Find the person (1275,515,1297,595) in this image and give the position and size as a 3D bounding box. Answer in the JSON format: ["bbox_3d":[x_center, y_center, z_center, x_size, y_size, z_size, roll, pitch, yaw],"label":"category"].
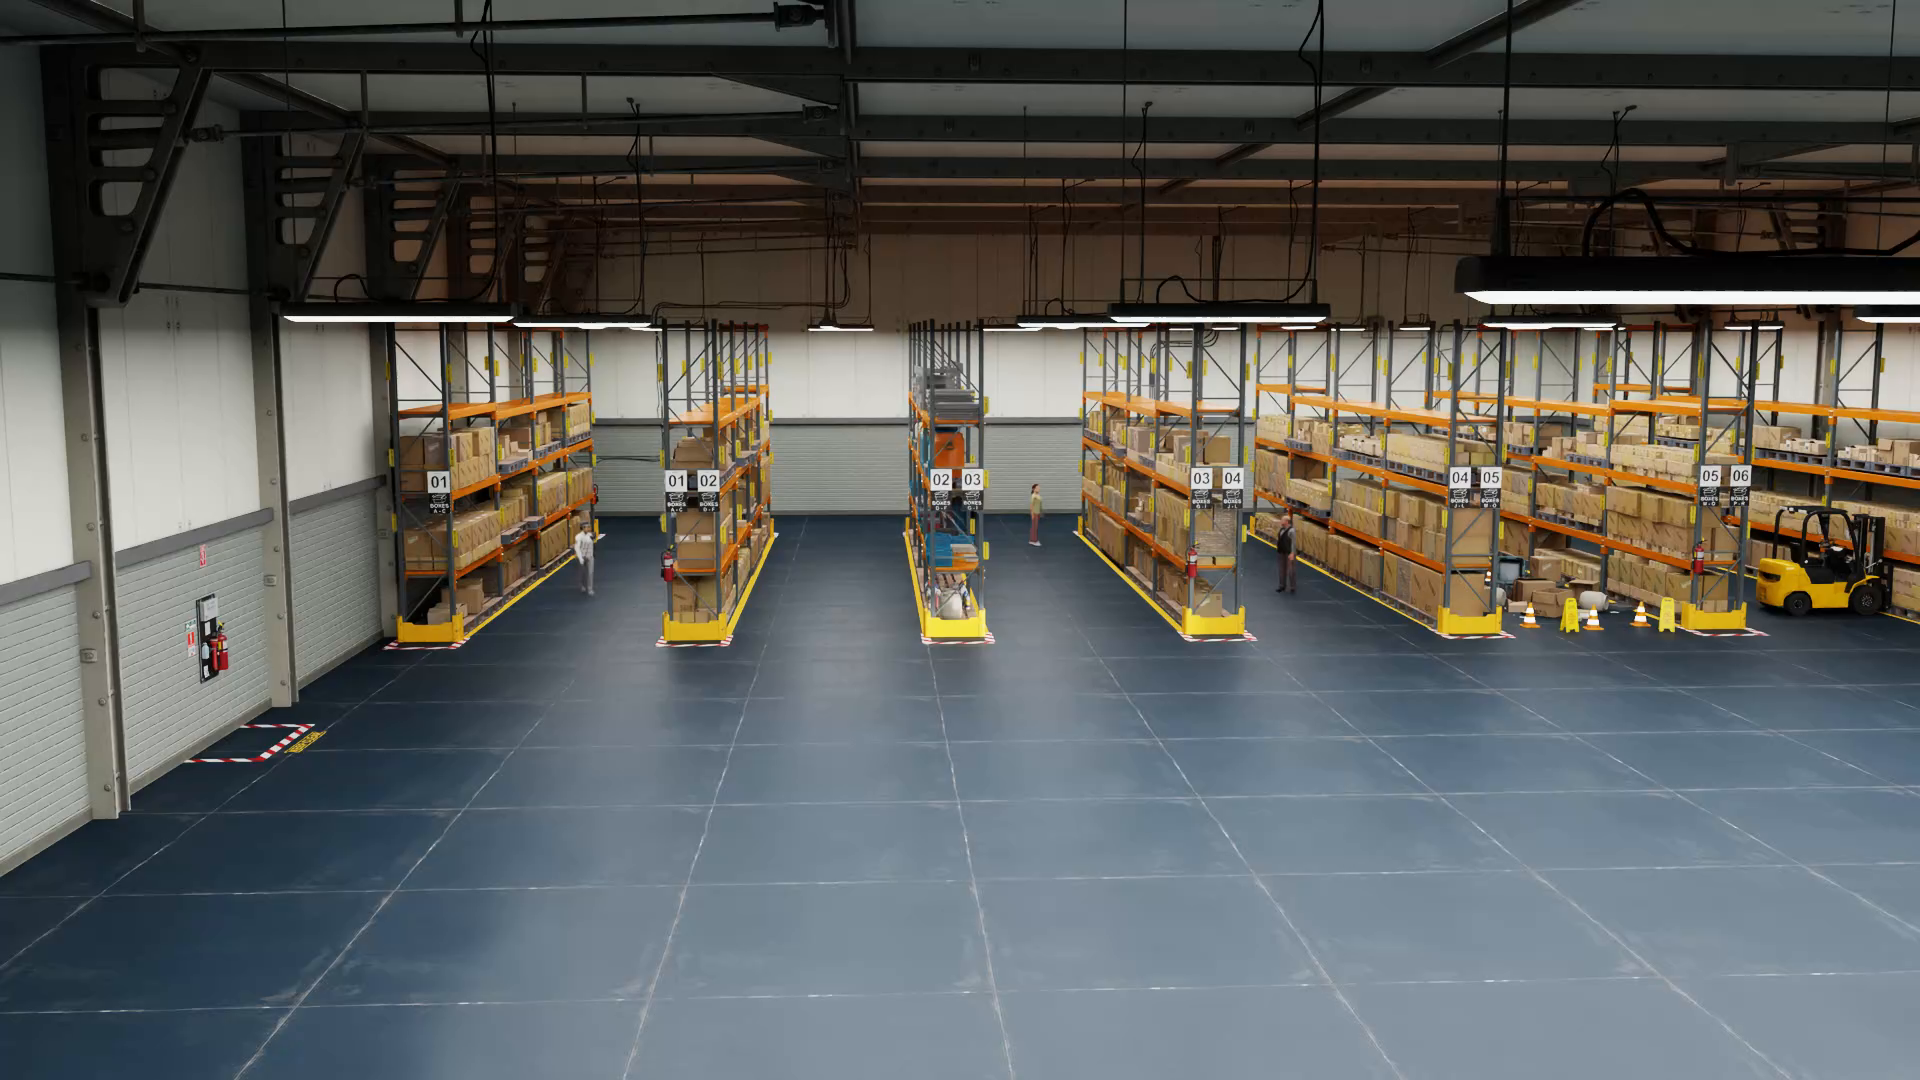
[{"bbox_3d":[7.264,0.326,36.917,0.385,1.757,0.554,-7,10,-43],"label":"person"}]

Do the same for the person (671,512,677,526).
[{"bbox_3d":[-8.321,-1.225,49.066,0.732,1.760,0.554,0,7,-1],"label":"person"}]

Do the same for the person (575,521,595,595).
[{"bbox_3d":[-8.256,0.384,36.638,0.435,1.619,1.022,-2,7,-12],"label":"person"}]

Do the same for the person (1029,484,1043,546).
[{"bbox_3d":[2.075,-0.696,45.367,0.400,1.696,0.510,2,7,18],"label":"person"}]
